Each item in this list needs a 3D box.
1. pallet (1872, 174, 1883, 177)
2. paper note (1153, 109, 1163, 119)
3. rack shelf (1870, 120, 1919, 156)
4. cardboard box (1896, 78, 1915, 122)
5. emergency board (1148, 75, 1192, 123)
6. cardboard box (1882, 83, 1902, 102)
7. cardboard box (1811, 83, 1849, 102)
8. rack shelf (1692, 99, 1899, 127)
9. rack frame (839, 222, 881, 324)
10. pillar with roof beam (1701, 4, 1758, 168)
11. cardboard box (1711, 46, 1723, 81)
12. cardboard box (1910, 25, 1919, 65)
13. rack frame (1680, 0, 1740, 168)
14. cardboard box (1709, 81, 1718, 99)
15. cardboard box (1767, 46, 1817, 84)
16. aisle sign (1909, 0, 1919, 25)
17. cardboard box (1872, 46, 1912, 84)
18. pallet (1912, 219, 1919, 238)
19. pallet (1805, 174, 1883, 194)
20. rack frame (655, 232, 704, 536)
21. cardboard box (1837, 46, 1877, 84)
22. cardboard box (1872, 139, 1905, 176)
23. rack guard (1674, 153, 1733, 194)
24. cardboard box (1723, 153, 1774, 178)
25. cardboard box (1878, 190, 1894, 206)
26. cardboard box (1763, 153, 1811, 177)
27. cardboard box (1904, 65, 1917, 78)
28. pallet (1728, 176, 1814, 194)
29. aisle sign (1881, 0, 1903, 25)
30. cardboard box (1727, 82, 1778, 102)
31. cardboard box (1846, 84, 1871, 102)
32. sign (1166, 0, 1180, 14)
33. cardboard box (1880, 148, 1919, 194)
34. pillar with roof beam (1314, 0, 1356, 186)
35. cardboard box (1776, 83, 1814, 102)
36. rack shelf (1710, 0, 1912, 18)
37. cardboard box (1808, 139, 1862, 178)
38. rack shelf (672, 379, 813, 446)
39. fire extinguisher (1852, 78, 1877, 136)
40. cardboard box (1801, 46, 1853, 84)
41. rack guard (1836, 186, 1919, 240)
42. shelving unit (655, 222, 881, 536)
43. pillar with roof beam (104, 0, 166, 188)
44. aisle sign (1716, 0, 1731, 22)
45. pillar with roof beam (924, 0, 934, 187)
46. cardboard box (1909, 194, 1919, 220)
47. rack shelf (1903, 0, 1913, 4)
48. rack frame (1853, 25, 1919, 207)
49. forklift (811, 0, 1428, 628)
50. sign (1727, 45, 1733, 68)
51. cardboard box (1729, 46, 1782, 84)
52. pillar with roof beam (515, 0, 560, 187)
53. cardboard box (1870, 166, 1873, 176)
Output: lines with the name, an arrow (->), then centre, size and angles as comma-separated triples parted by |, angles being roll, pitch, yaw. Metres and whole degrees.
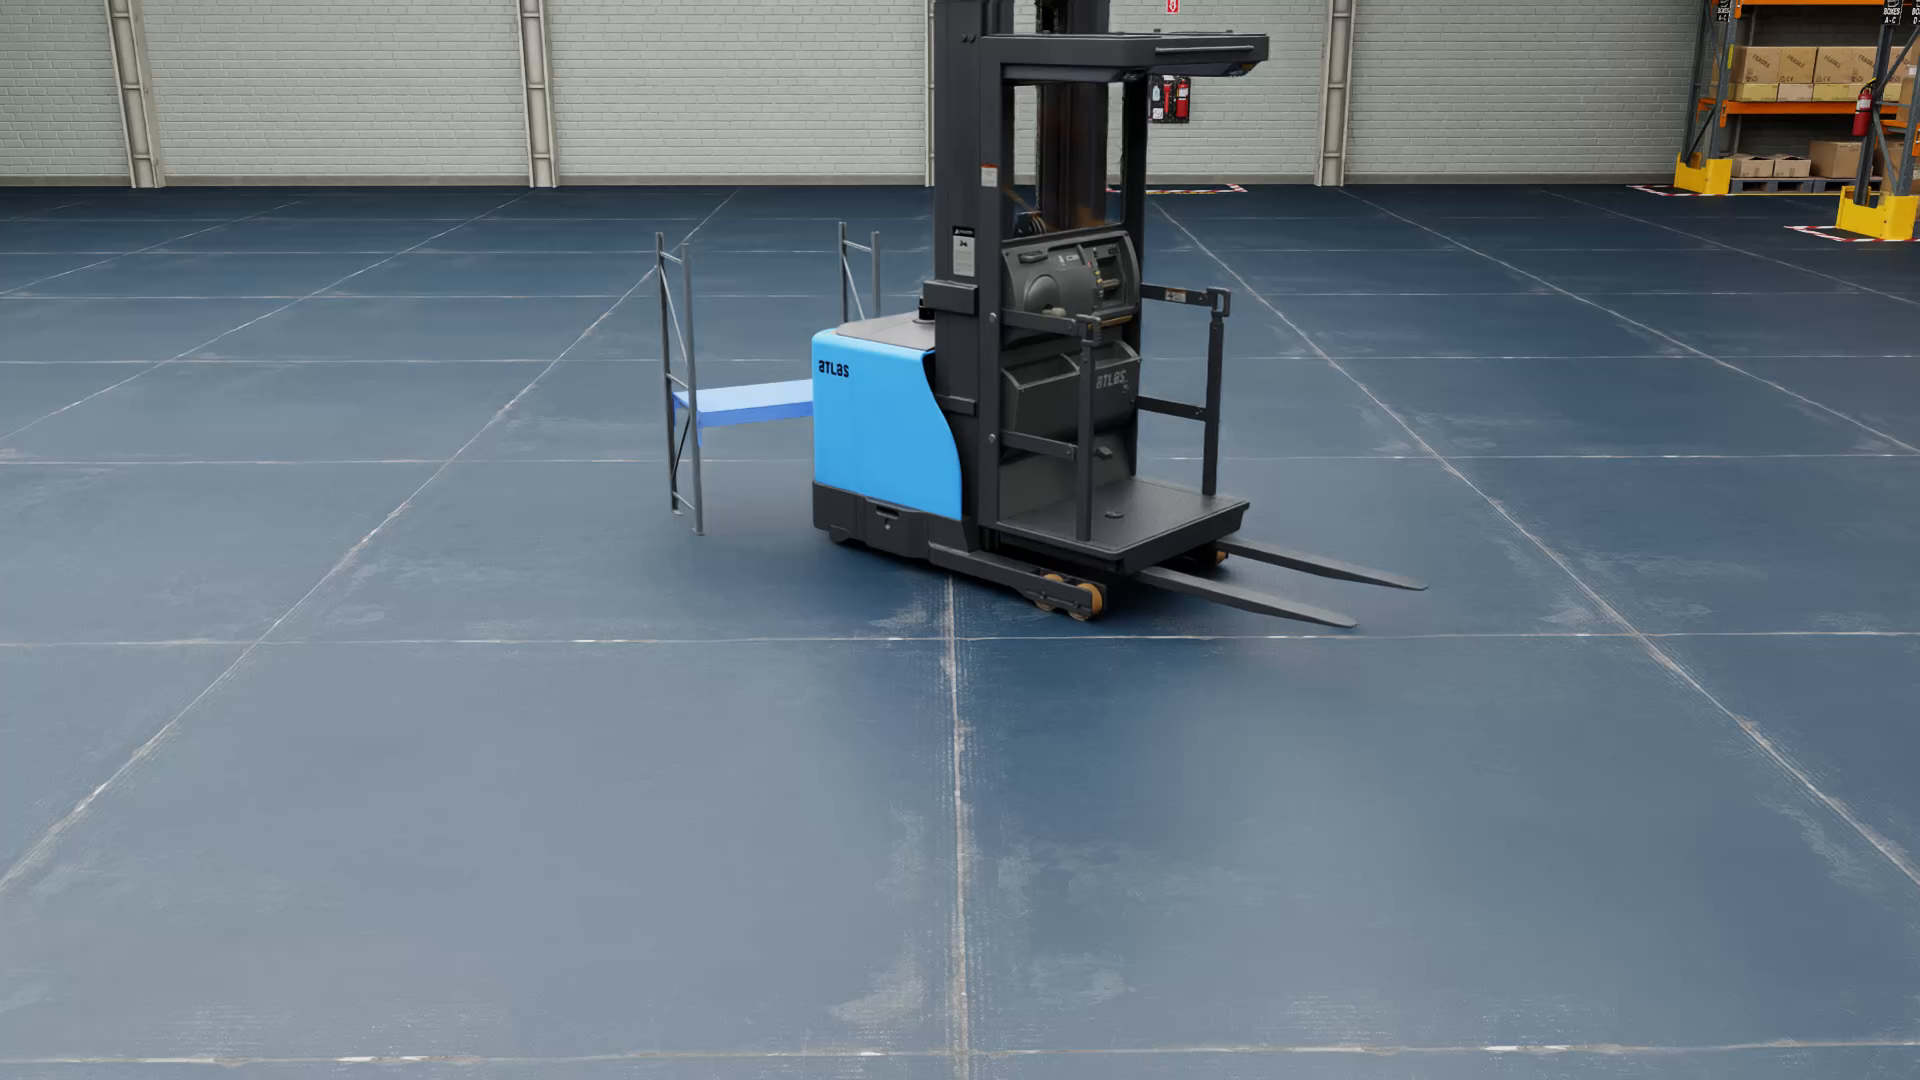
pallet -> 14.306, -5.328, 24.810 | 1.213, 0.211, 1.003 | 0, 18, -1
paper note -> 3.015, -6.489, 25.309 | 0.142, 0.148, 0.016 | 0, 18, -1
rack shelf -> 13.059, -4.804, 19.792 | 4.000, 0.370, 1.077 | 0, 18, -1
cardboard box -> 11.526, -5.183, 19.631 | 0.500, 0.500, 0.700 | 0, 18, -1
emergency board -> 3.193, -6.889, 25.111 | 0.643, 1.169, 0.194 | 0, 18, -1
cardboard box -> 13.507, -6.506, 24.131 | 0.500, 0.250, 0.500 | 0, 18, -1
cardboard box -> 12.499, -6.501, 24.116 | 0.500, 0.250, 0.500 | -1, 18, -2
rack shelf -> 12.977, -6.317, 24.508 | 4.000, 0.370, 1.077 | 0, 18, -1
rack frame -> -0.537, -0.943, 9.031 | 0.032, 1.500, 0.500 | -8, 20, -24
pillar with roof beam -> 11.732, -8.460, 20.187 | 0.400, 9.000, 9.100 | 0, 18, -1
cardboard box -> 11.446, -7.013, 24.483 | 0.500, 0.500, 0.500 | 0, 18, -1
cardboard box -> 11.579, -5.801, 19.434 | 0.500, 0.500, 0.700 | 0, 18, -1
rack frame -> 10.978, -6.650, 24.368 | 0.127, 3.000, 1.000 | 0, 18, -1
cardboard box -> 11.442, -6.650, 24.580 | 0.500, 0.250, 0.500 | 0, 18, 0
cardboard box -> 11.954, -6.855, 23.992 | 0.500, 0.500, 0.500 | 0, 18, -1
aisle sign -> 10.999, -6.281, 18.962 | 0.004, 0.787, 0.394 | 0, 18, -1
cardboard box -> 13.507, -6.865, 24.022 | 0.500, 0.500, 0.500 | -1, 18, -2
pallet -> 11.823, -3.826, 20.129 | 1.213, 0.211, 1.003 | 0, 18, -1
pallet -> 13.083, -5.321, 24.789 | 1.213, 0.211, 1.003 | 0, 18, -1
rack frame -> -1.452, -0.808, 8.610 | 0.032, 1.500, 0.500 | -8, 20, -24
cardboard box -> 12.987, -6.862, 24.013 | 0.500, 0.500, 0.500 | 0, 18, 1
cardboard box -> 13.940, -5.672, 24.689 | 0.500, 0.500, 0.500 | -2, 18, -5
rack guard -> 11.054, -5.460, 24.751 | 0.348, 0.500, 1.175 | 0, 18, -1
cardboard box -> 11.671, -5.555, 24.636 | 0.500, 0.311, 0.500 | -2, 18, -7
cardboard box -> 11.591, -4.121, 20.297 | 0.500, 0.250, 0.500 | 0, 18, -1
cardboard box -> 12.241, -5.558, 24.645 | 0.500, 0.311, 0.500 | 1, 18, 4
cardboard box -> 11.439, -5.554, 19.725 | 0.250, 0.149, 0.380 | -1, 18, -2
pallet -> 11.866, -5.316, 24.774 | 1.213, 0.211, 1.003 | 0, 18, -1
aisle sign -> 10.989, -6.465, 19.533 | 0.004, 0.787, 0.394 | 0, 18, -1
cardboard box -> 11.471, -6.494, 24.093 | 0.500, 0.250, 0.500 | -1, 18, -2
cardboard box -> 13.004, -6.503, 24.122 | 0.500, 0.250, 0.500 | 0, 18, 0
sign -> 3.183, -8.023, 24.852 | 0.199, 0.298, 0.001 | 0, 18, -1
cardboard box -> 11.591, -4.479, 20.184 | 0.500, 0.500, 0.500 | 0, 18, -1
pillar with roof beam -> 5.733, -8.431, 20.097 | 0.400, 9.000, 9.100 | 0, 18, -1
cardboard box -> 11.989, -6.501, 24.114 | 0.500, 0.250, 0.500 | -1, 18, -3
rack shelf -> 12.977, -7.746, 24.050 | 4.000, 0.370, 1.077 | 0, 18, -1
cardboard box -> 12.975, -5.636, 24.579 | 0.500, 0.500, 0.700 | -1, 18, -4
rack shelf -> -0.995, -0.704, 8.875 | 1.000, 0.185, 0.538 | -8, 20, -24
fire extinguisher -> 10.934, -5.242, 20.104 | 0.183, 0.674, 0.296 | 0, 18, -1
cardboard box -> 12.471, -6.856, 23.994 | 0.500, 0.500, 0.500 | -1, 18, -3
rack guard -> 11.036, -3.947, 20.033 | 0.348, 0.500, 1.175 | 0, 18, -1
shelving unit -> -0.995, -0.875, 8.820 | 1.048, 1.500, 0.538 | -8, 20, -24
pillar with roof beam -> -12.265, -8.344, 19.826 | 0.400, 9.000, 9.100 | 0, 18, -1
aisle sign -> 10.910, -7.796, 23.684 | 0.004, 0.787, 0.394 | 0, 18, -1
pillar with roof beam -> -0.267, -8.402, 20.007 | 0.400, 9.000, 9.100 | 0, 18, -1
cardboard box -> 11.599, -3.963, 19.804 | 0.500, 0.250, 0.500 | 0, 18, -1
rack shelf -> 13.059, -6.233, 19.334 | 4.000, 0.370, 1.077 | 0, 18, -1
rack frame -> 11.060, -5.137, 19.652 | 0.127, 3.000, 1.000 | 0, 18, -1
forklift -> 0.678, -1.216, 7.540 | 3.031, 2.935, 1.130 | 15, 23, 39
sign -> 10.986, -6.897, 23.719 | 0.005, 0.325, 0.100 | 0, 18, -1
cardboard box -> 11.460, -6.856, 23.994 | 0.500, 0.500, 0.500 | 0, 18, -1
pillar with roof beam -> -6.266, -8.373, 19.917 | 0.400, 9.000, 9.100 | 0, 18, -1
cardboard box -> 13.378, -5.520, 24.791 | 0.250, 0.149, 0.380 | -2, 18, -5
